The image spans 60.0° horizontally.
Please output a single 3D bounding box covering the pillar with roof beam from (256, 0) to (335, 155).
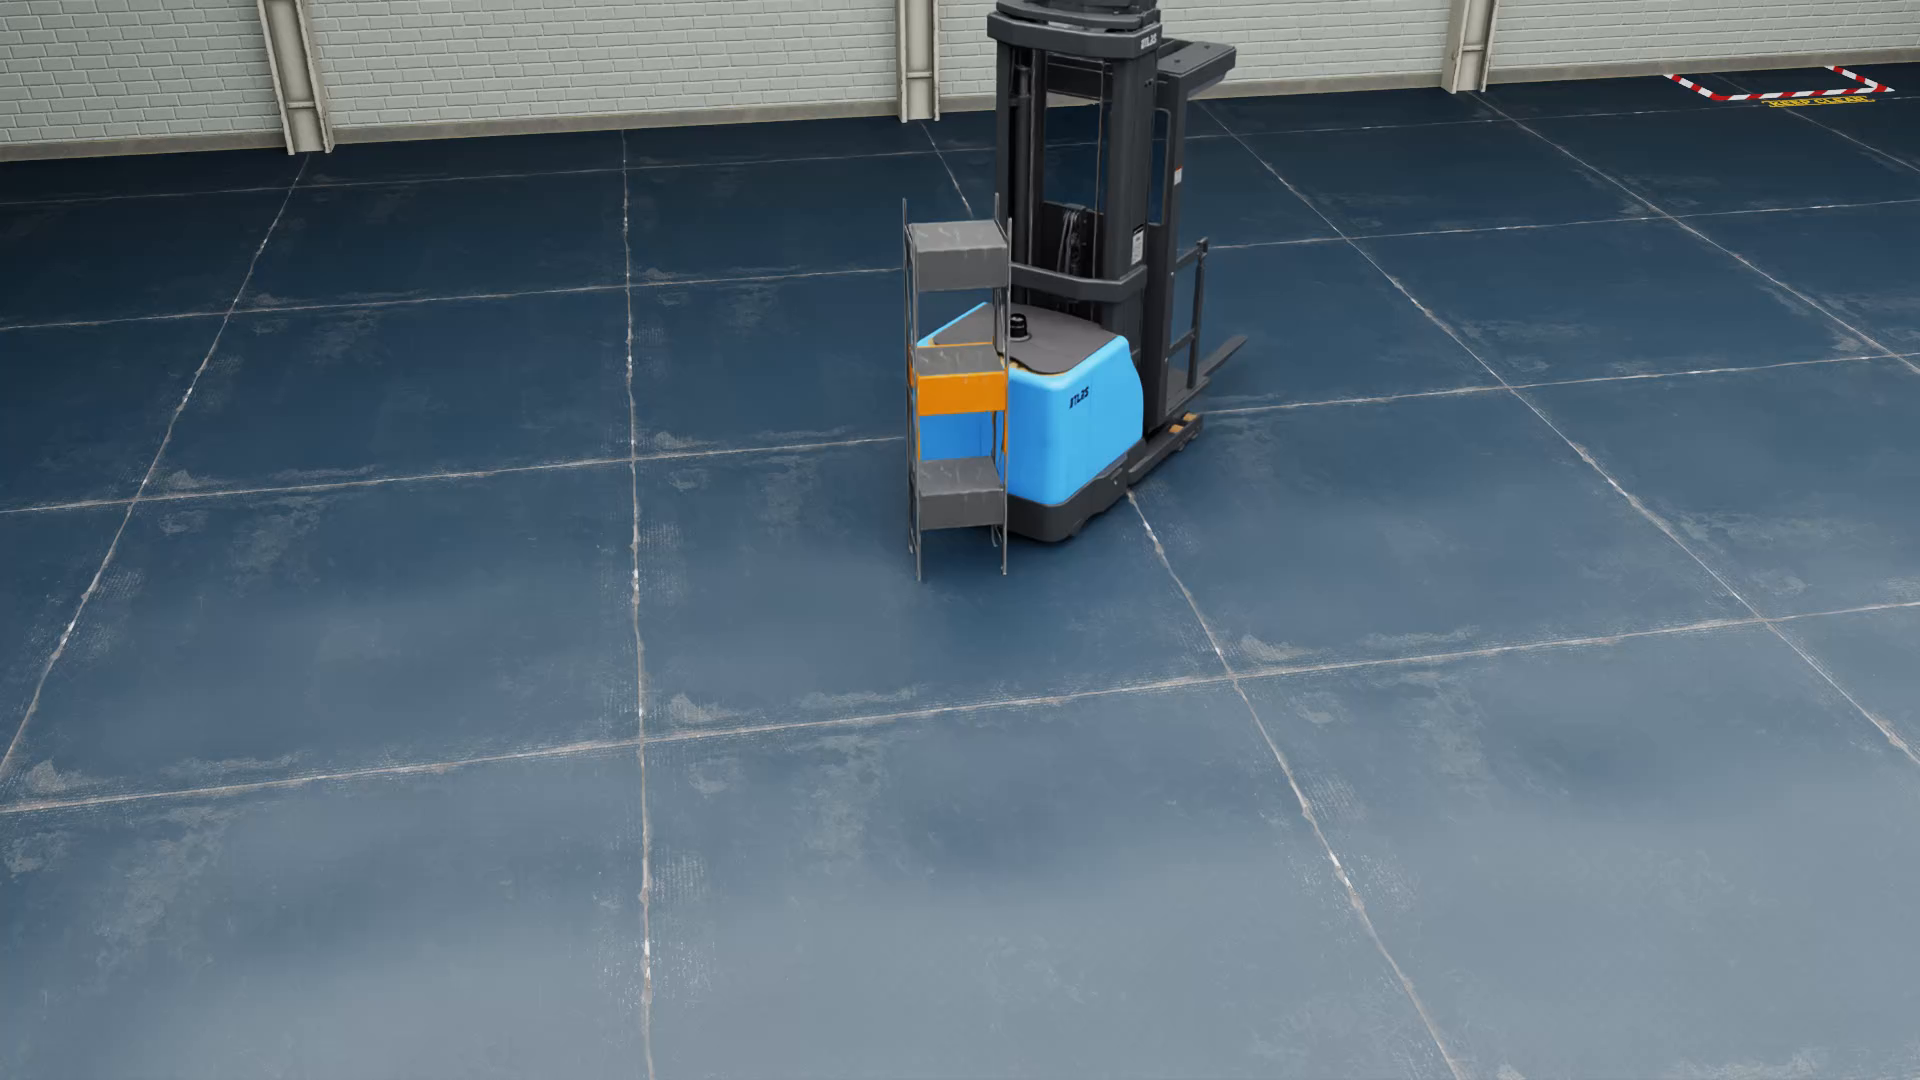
[{"bbox_3d":[-5.557,-5.553,10.316,0.400,9.000,9.100,-5,31,-9],"label":"pillar with roof beam"}]

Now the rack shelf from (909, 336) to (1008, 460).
[{"bbox_3d":[-0.019,-0.774,9.021,0.480,0.518,0.431,-5,31,-8],"label":"rack shelf"}]

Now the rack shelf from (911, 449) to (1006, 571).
[{"bbox_3d":[-0.019,-0.170,9.376,0.480,0.518,0.431,-5,31,-8],"label":"rack shelf"}]

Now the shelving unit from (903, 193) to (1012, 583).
[{"bbox_3d":[-0.019,-0.785,9.014,0.503,2.100,0.431,-5,31,-8],"label":"shelving unit"}]

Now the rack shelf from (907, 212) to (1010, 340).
[{"bbox_3d":[-0.019,-1.377,8.666,0.480,0.518,0.431,-5,31,-8],"label":"rack shelf"}]

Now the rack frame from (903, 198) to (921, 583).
[{"bbox_3d":[-0.260,-0.766,8.981,0.015,2.100,0.400,-5,31,-8],"label":"rack frame"}]

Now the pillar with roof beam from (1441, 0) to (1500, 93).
[{"bbox_3d":[6.247,-6.649,12.180,0.400,9.000,9.100,-5,31,-9],"label":"pillar with roof beam"}]

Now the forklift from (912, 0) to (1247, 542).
[{"bbox_3d":[0.932,-1.957,10.187,1.130,2.935,3.031,18,35,28],"label":"forklift"}]

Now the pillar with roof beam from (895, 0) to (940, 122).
[{"bbox_3d":[0.345,-6.101,11.248,0.400,9.000,9.100,-5,31,-9],"label":"pillar with roof beam"}]

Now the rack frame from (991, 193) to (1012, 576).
[{"bbox_3d":[0.223,-0.805,9.047,0.015,2.100,0.400,-5,31,-8],"label":"rack frame"}]
